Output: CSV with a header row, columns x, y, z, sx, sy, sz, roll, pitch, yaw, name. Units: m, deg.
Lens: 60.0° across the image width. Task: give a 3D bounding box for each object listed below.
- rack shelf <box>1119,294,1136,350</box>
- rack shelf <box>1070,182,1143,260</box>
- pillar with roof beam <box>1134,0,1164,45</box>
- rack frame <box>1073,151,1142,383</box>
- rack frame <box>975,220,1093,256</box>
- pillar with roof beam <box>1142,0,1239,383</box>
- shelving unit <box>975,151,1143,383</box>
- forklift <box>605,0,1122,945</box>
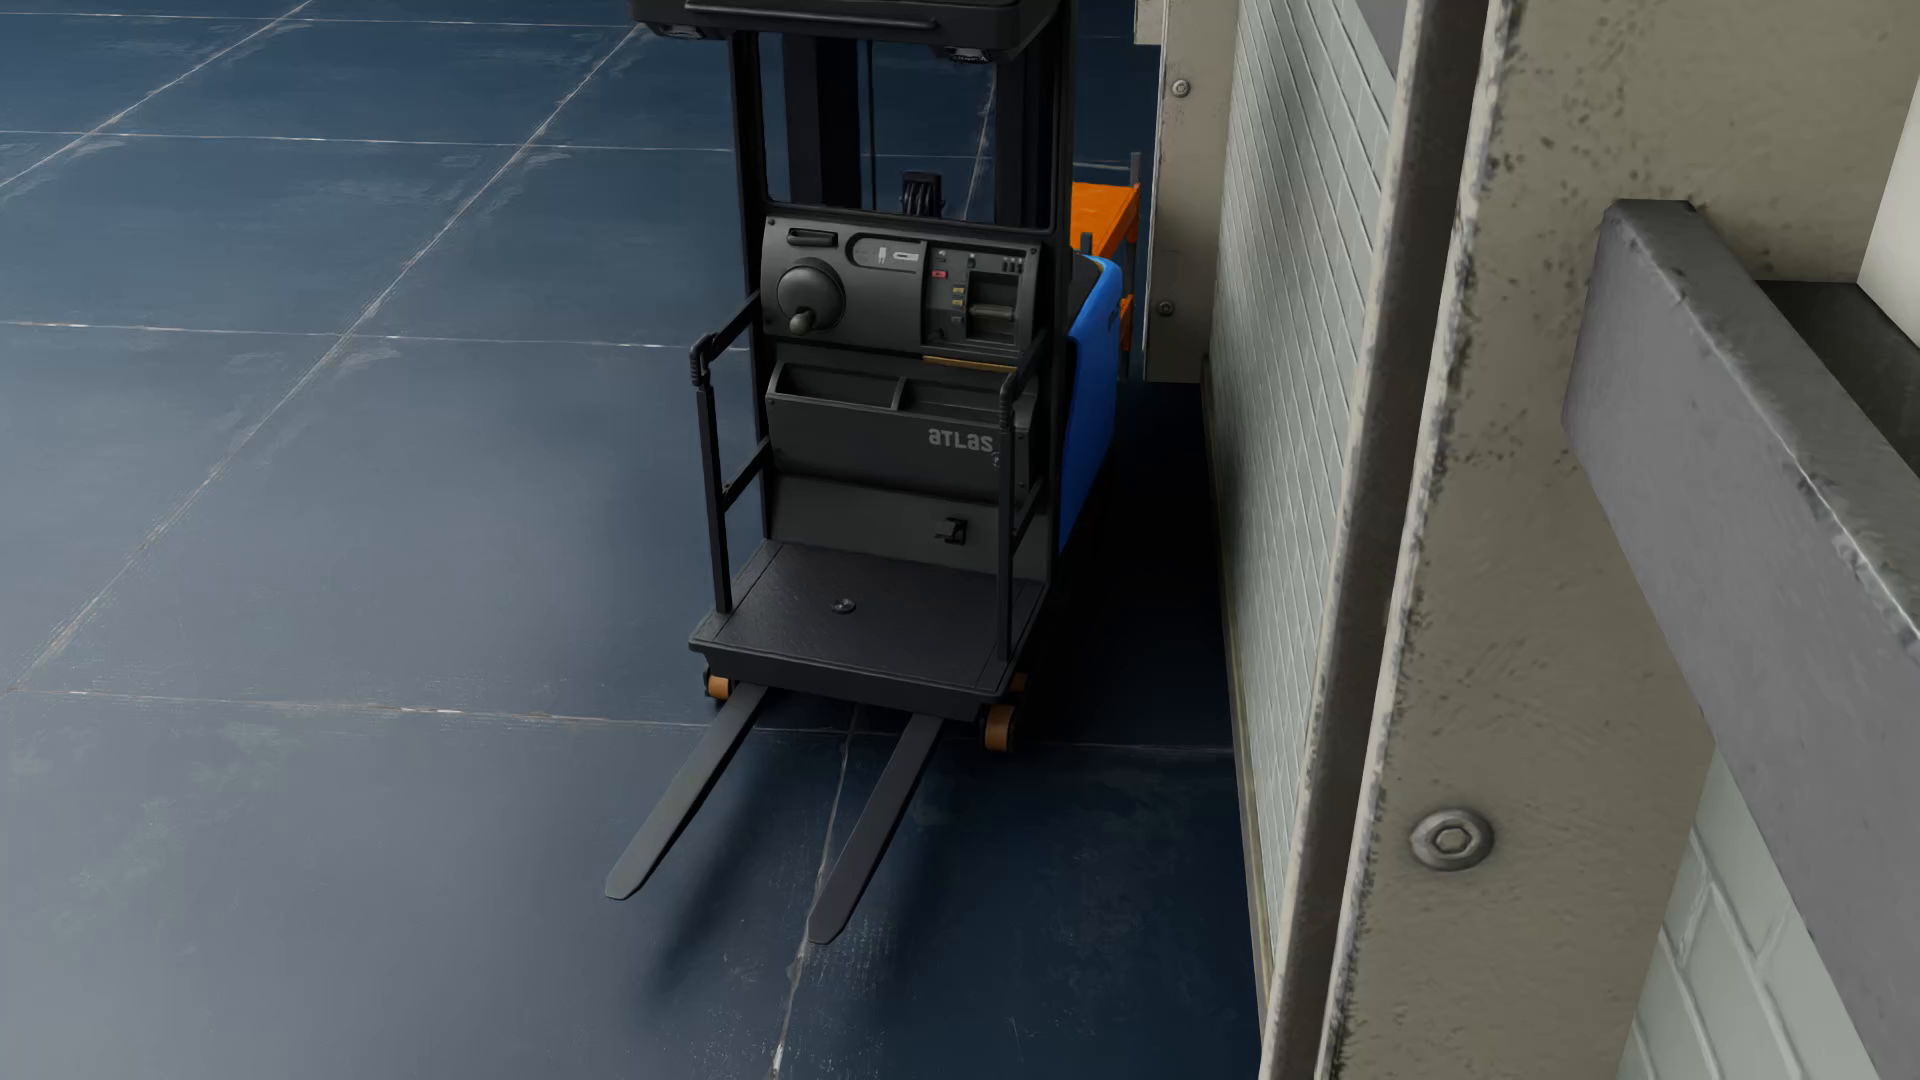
x,y,z,sx,sy,sz,roll,pitch,yaw,name
0.424,-0.814,7.465,0.538,0.278,1.000,9,33,14,rack shelf
0.424,-1.271,7.183,0.538,0.278,1.000,9,33,14,rack shelf
-2.751,-8.012,11.174,9.100,9.000,0.400,2,32,4,pillar with roof beam
0.567,-1.278,7.752,0.500,1.125,0.032,9,33,14,rack frame
0.281,-0.766,6.921,0.500,1.125,0.032,9,33,14,rack frame
-3.240,-4.875,6.083,9.100,9.000,0.400,2,32,4,pillar with roof beam
0.424,-1.022,7.336,0.538,1.125,1.048,9,33,14,shelving unit
-0.257,-0.766,5.199,1.130,2.935,3.031,9,33,14,forklift
